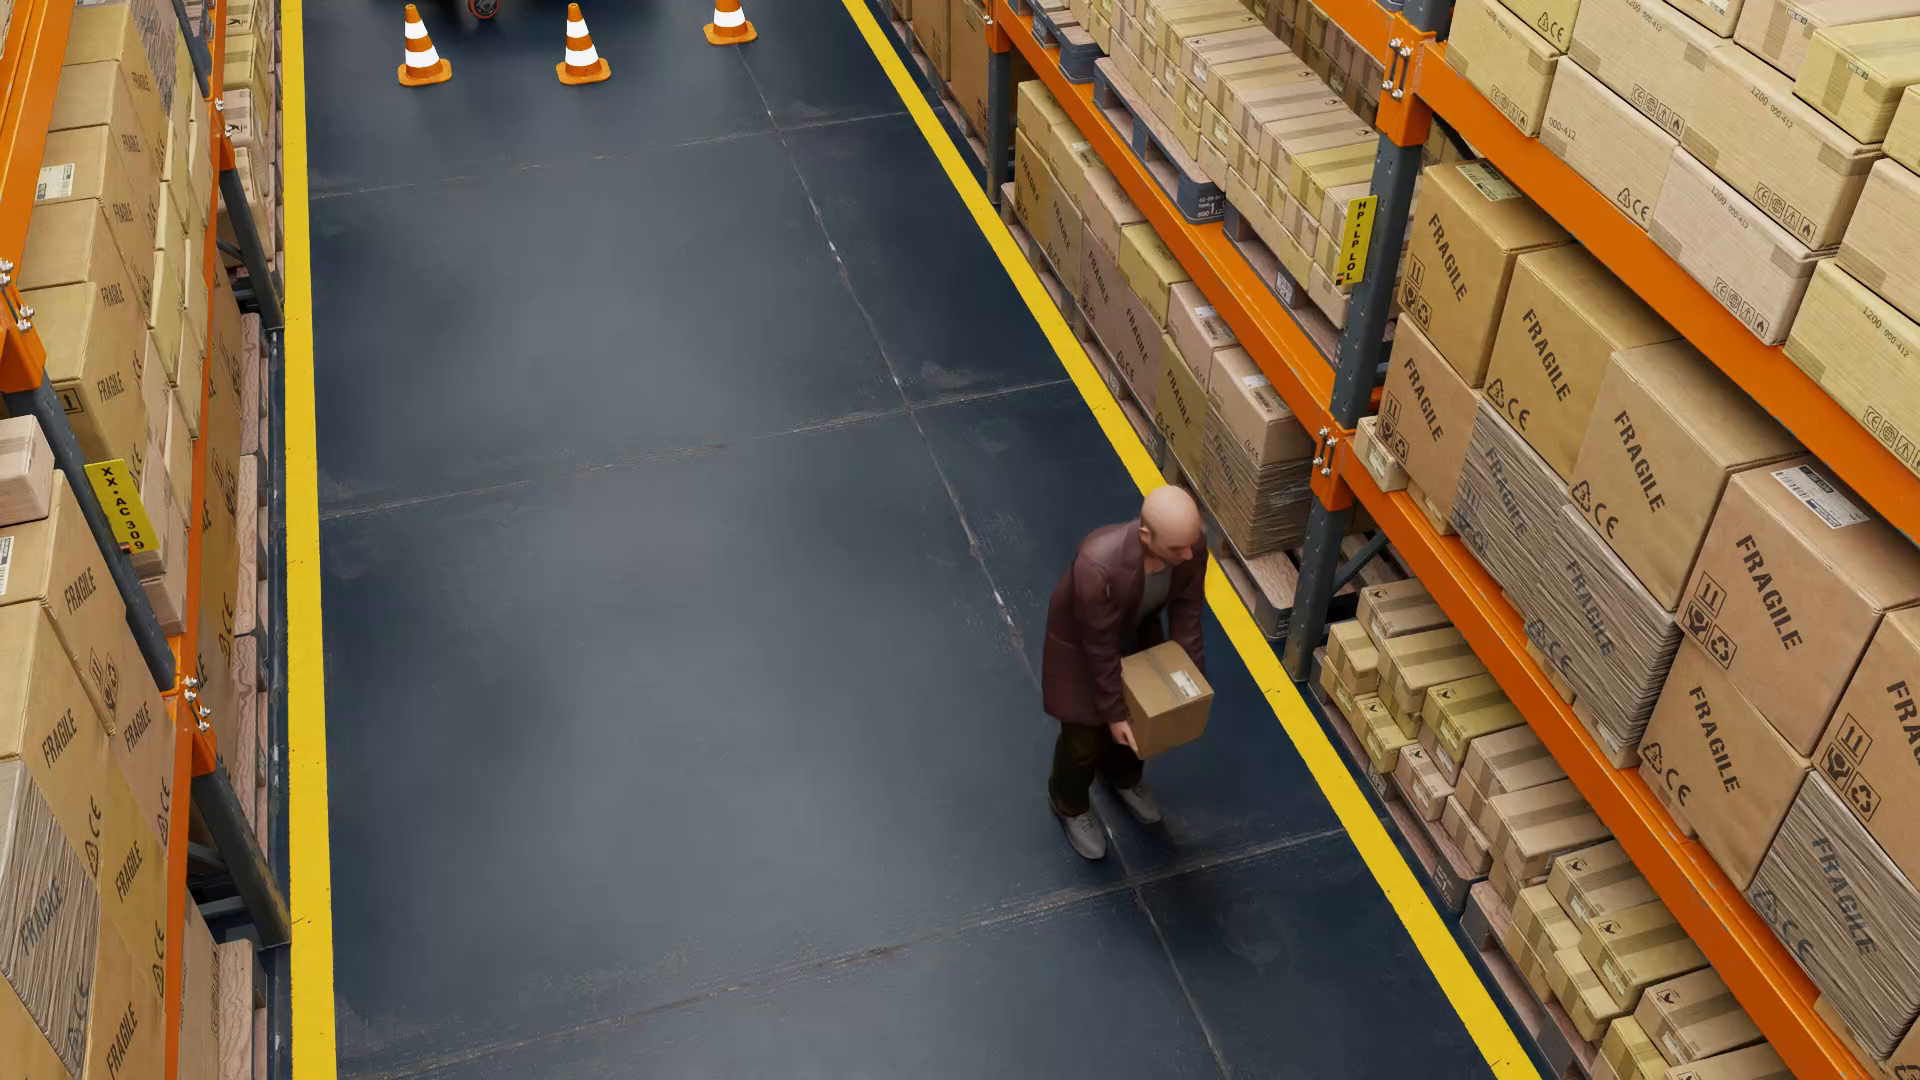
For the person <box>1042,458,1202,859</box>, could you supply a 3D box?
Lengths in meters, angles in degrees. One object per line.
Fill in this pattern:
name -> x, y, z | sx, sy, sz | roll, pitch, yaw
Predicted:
person -> 0.564, 0.413, 5.728 | 0.531, 1.757, 0.599 | -20, 46, -21
